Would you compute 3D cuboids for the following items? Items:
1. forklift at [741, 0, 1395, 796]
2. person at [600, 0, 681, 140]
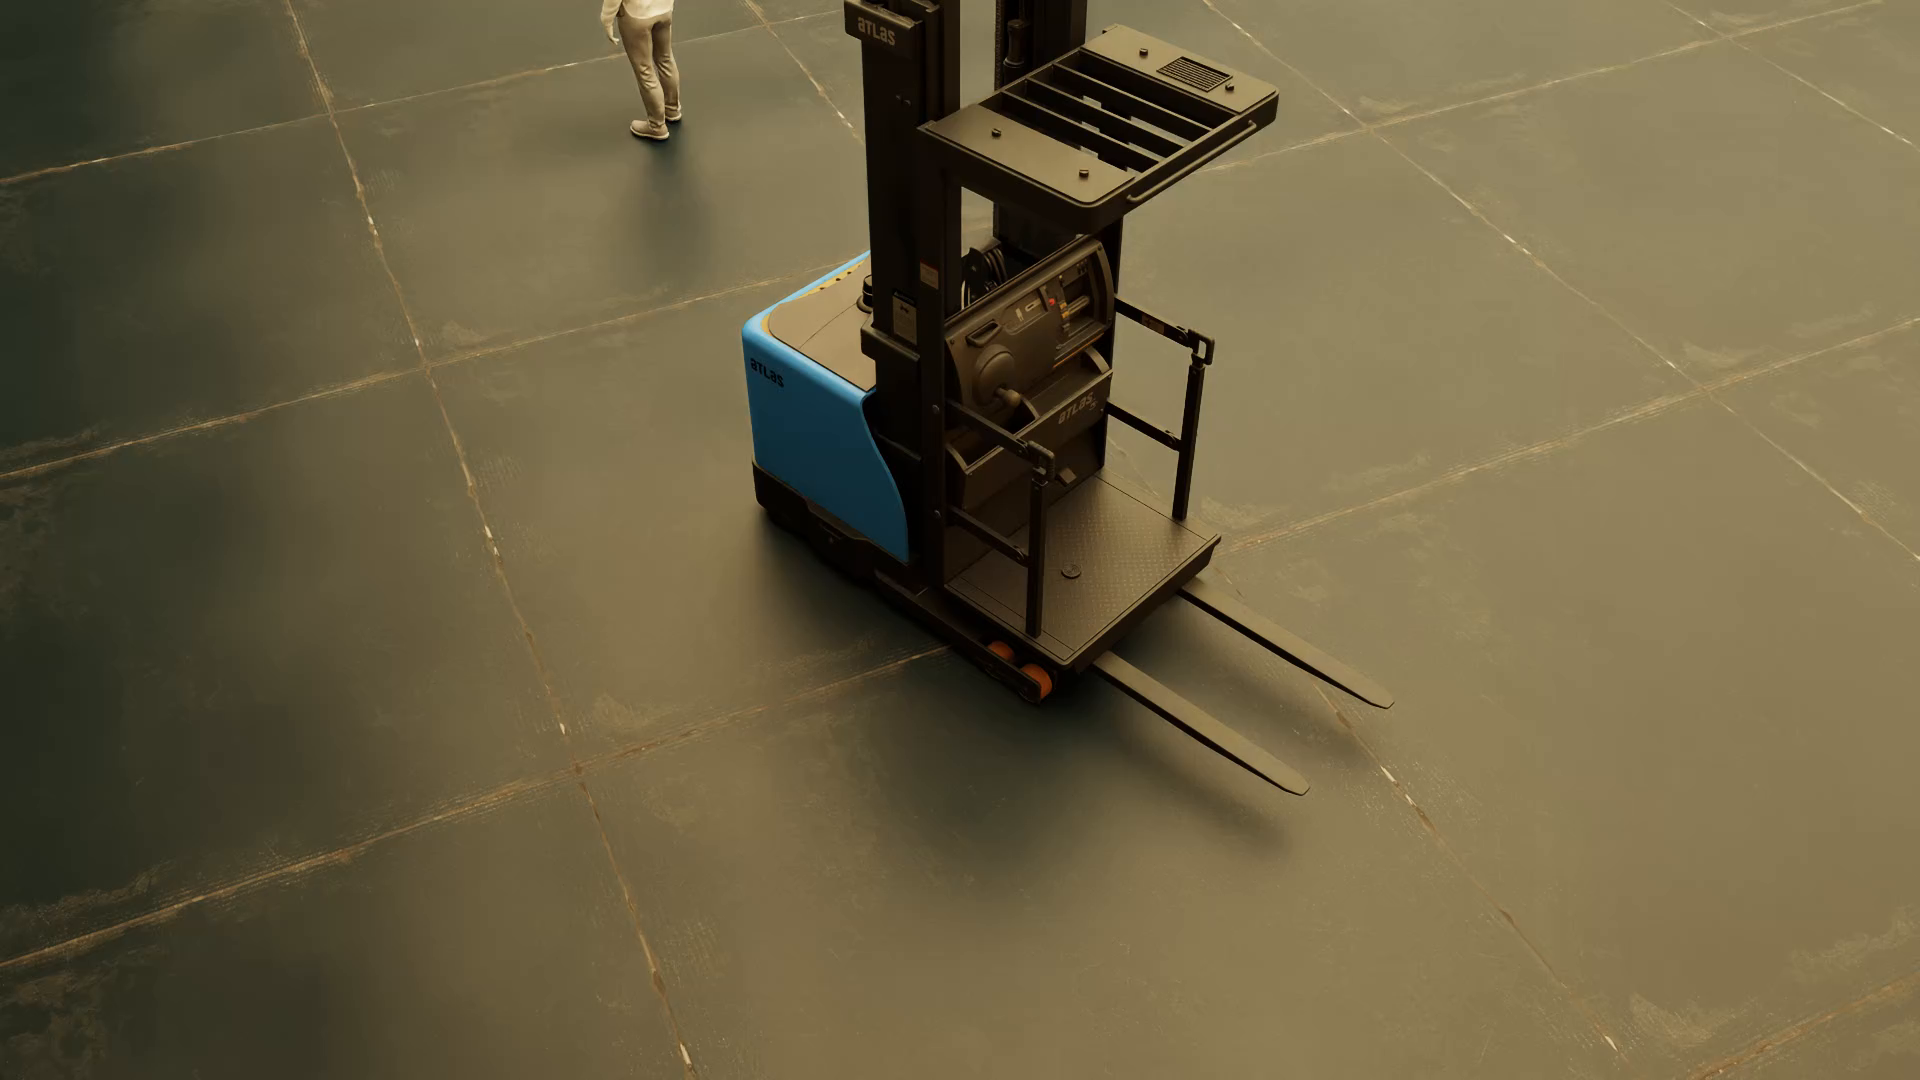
[{"bbox_3d":[0.445,-0.788,6.525,3.031,2.935,1.130,32,52,30],"label":"forklift"},{"bbox_3d":[-1.948,-3.210,10.016,0.532,1.696,0.588,30,51,28],"label":"person"}]
